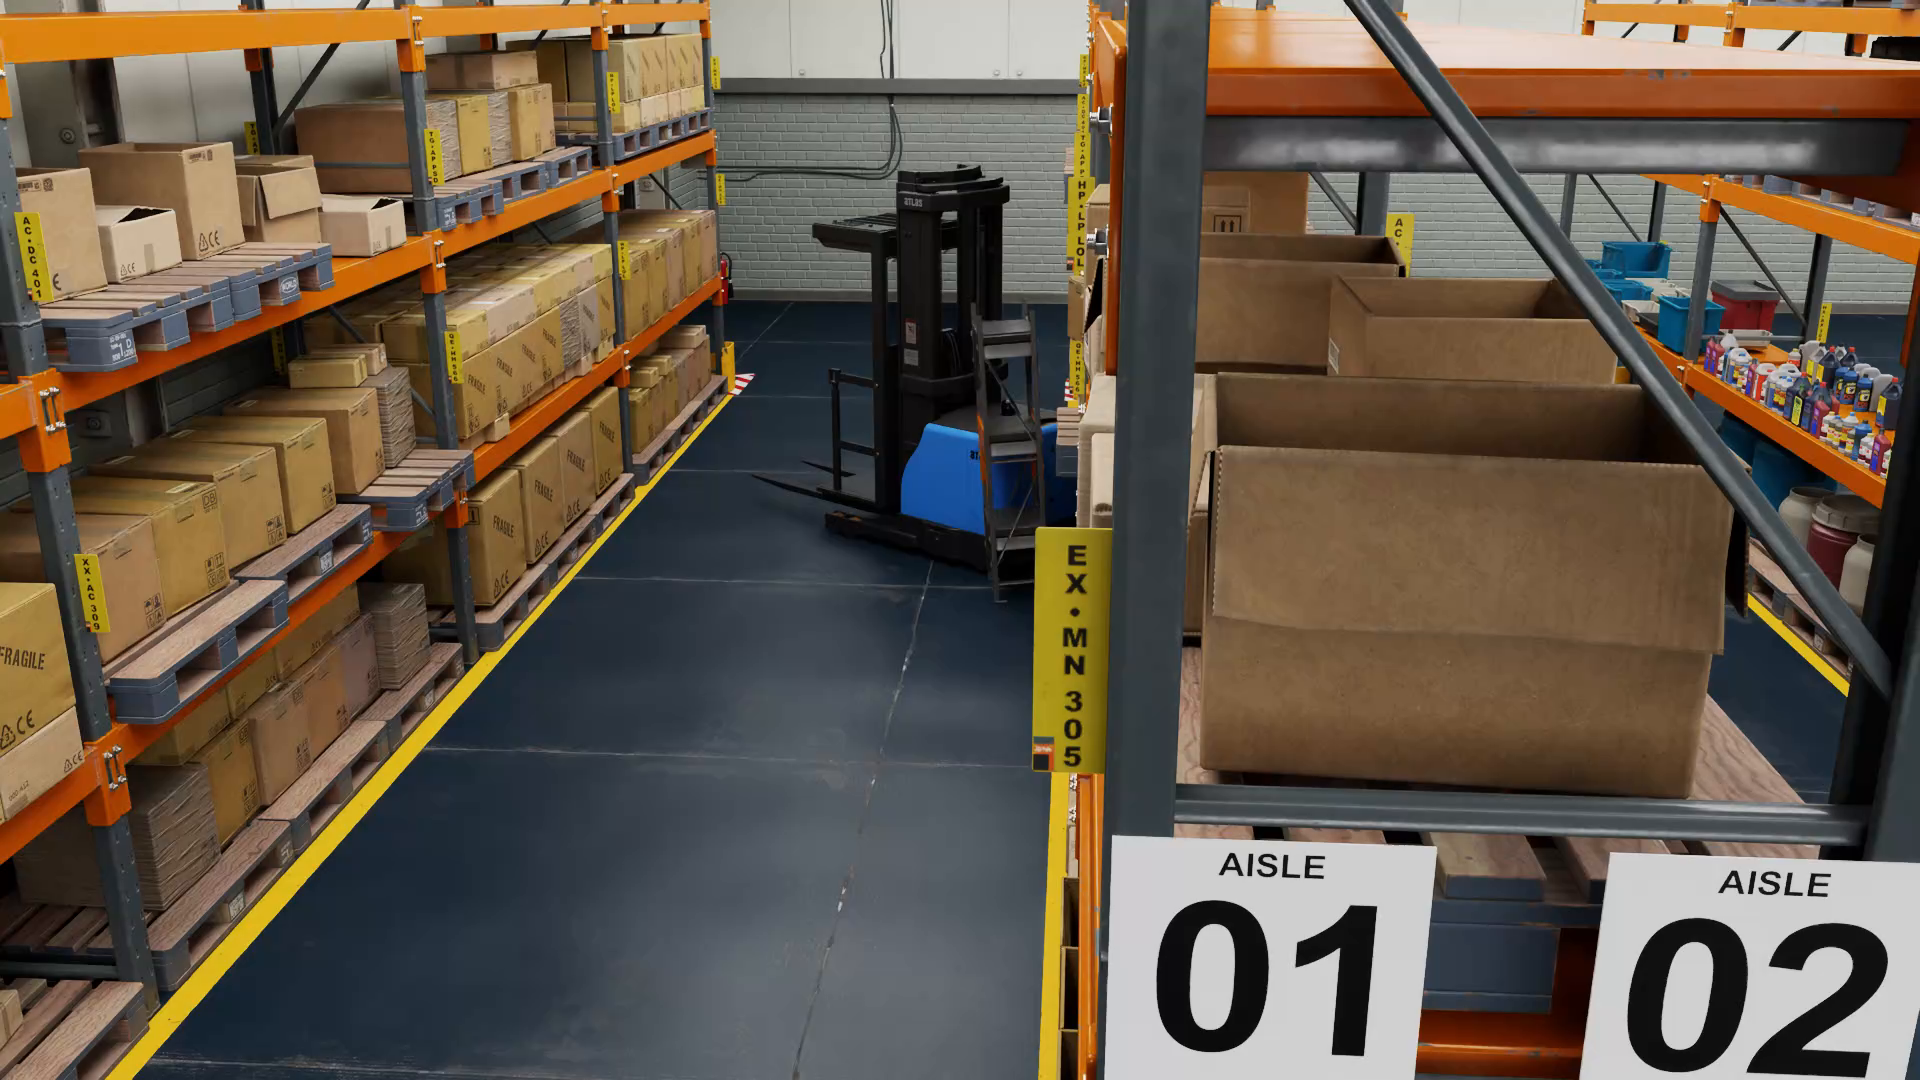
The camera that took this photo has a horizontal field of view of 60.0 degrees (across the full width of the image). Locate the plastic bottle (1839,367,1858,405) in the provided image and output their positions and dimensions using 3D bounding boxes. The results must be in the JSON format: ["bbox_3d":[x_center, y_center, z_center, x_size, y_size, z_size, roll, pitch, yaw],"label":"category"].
[{"bbox_3d":[6.579,-1.144,12.304,0.097,0.271,0.097,0,18,0],"label":"plastic bottle"}]

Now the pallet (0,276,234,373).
[{"bbox_3d":[-3.822,-0.912,6.873,1.213,0.211,1.003,1,18,4],"label":"pallet"}]

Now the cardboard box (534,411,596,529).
[{"bbox_3d":[-3.377,-0.568,13.117,0.750,0.750,0.750,2,18,6],"label":"cardboard box"}]

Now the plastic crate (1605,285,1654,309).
[{"bbox_3d":[6.307,-2.270,15.705,0.416,0.233,0.300,1,18,4],"label":"plastic crate"}]

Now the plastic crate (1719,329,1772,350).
[{"bbox_3d":[6.658,-1.694,14.104,0.396,0.136,0.243,1,18,4],"label":"plastic crate"}]

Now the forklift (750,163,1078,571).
[{"bbox_3d":[-0.469,-1.521,13.357,3.031,2.935,1.130,15,24,39],"label":"forklift"}]

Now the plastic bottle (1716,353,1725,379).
[{"bbox_3d":[6.031,-1.373,13.116,0.097,0.201,0.097,0,18,0],"label":"plastic bottle"}]

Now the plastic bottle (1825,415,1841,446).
[{"bbox_3d":[5.884,-0.737,11.173,0.097,0.201,0.097,0,18,0],"label":"plastic bottle"}]

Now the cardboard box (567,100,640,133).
[{"bbox_3d":[-3.087,-3.681,14.428,0.500,0.250,0.500,1,18,4],"label":"cardboard box"}]

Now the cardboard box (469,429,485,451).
[{"bbox_3d":[-3.404,-0.694,11.095,0.380,0.149,0.250,2,18,5],"label":"cardboard box"}]

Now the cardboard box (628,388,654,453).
[{"bbox_3d":[-3.243,-1.113,15.341,0.700,0.500,0.500,2,18,5],"label":"cardboard box"}]

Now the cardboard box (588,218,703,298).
[{"bbox_3d":[-3.180,-2.871,16.886,0.980,0.700,0.700,1,18,3],"label":"cardboard box"}]

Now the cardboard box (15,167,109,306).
[{"bbox_3d":[-3.854,-1.227,6.697,0.500,0.500,0.500,4,19,12],"label":"cardboard box"}]

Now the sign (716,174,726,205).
[{"bbox_3d":[-2.572,-3.760,17.839,0.100,0.325,0.005,1,18,4],"label":"sign"}]

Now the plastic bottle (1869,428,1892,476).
[{"bbox_3d":[5.816,-0.559,10.498,0.061,0.283,0.133,1,18,4],"label":"plastic bottle"}]

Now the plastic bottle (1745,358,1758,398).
[{"bbox_3d":[5.967,-1.214,12.498,0.061,0.283,0.133,1,18,4],"label":"plastic bottle"}]

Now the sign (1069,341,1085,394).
[{"bbox_3d":[0.713,-1.041,10.050,0.100,0.325,0.005,1,18,4],"label":"sign"}]

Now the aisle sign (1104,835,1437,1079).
[{"bbox_3d":[0.384,0.744,2.160,0.394,0.787,0.004,1,18,4],"label":"aisle sign"}]

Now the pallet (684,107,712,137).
[{"bbox_3d":[-3.155,-4.266,16.950,1.003,0.211,1.213,1,18,4],"label":"pallet"}]

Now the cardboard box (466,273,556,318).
[{"bbox_3d":[-3.296,-1.800,12.223,0.500,0.250,0.500,1,18,3],"label":"cardboard box"}]

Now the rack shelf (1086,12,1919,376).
[{"bbox_3d":[0.825,-0.975,3.743,1.077,0.370,4.000,1,18,4],"label":"rack shelf"}]

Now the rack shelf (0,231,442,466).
[{"bbox_3d":[-3.829,-1.091,8.273,1.077,0.370,4.000,1,18,4],"label":"rack shelf"}]

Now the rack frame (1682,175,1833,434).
[{"bbox_3d":[6.482,-1.650,13.640,1.000,3.000,0.127,1,18,4],"label":"rack frame"}]

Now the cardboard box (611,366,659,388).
[{"bbox_3d":[-3.037,-1.523,15.552,0.380,0.149,0.250,2,18,6],"label":"cardboard box"}]

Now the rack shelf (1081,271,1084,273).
[{"bbox_3d":[1.399,-2.224,11.731,1.077,0.370,4.000,1,18,4],"label":"rack shelf"}]

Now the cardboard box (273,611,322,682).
[{"bbox_3d":[-3.821,0.554,9.018,0.500,0.250,0.500,1,18,4],"label":"cardboard box"}]

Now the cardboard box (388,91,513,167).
[{"bbox_3d":[-3.647,-2.954,11.935,0.700,0.500,0.500,1,18,4],"label":"cardboard box"}]

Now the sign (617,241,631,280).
[{"bbox_3d":[-2.857,-2.374,14.120,0.100,0.325,0.005,1,18,4],"label":"sign"}]

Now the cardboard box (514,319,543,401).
[{"bbox_3d":[-3.312,-1.289,11.868,0.500,0.500,0.500,1,18,4],"label":"cardboard box"}]

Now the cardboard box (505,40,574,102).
[{"bbox_3d":[-3.582,-4.051,14.352,0.500,0.500,0.500,1,18,3],"label":"cardboard box"}]

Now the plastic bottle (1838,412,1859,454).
[{"bbox_3d":[5.870,-0.709,10.978,0.097,0.271,0.097,0,18,0],"label":"plastic bottle"}]

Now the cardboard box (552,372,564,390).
[{"bbox_3d":[-3.276,-1.256,12.810,0.380,0.149,0.250,1,18,2],"label":"cardboard box"}]

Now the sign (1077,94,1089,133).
[{"bbox_3d":[1.000,-3.442,13.464,0.100,0.325,0.005,1,18,4],"label":"sign"}]

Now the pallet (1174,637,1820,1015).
[{"bbox_3d":[0.758,0.363,2.822,1.003,0.211,1.213,1,18,4],"label":"pallet"}]

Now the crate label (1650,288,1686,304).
[{"bbox_3d":[6.861,-2.361,16.139,0.396,0.136,0.243,1,18,4],"label":"crate label"}]

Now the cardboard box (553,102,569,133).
[{"bbox_3d":[-3.584,-3.690,14.455,0.500,0.250,0.500,1,18,4],"label":"cardboard box"}]

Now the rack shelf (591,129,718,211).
[{"bbox_3d":[-3.256,-3.576,15.856,1.077,0.370,4.000,1,18,4],"label":"rack shelf"}]

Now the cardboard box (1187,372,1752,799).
[{"bbox_3d":[0.727,0.047,2.581,0.797,0.503,0.637,3,18,8],"label":"cardboard box"}]

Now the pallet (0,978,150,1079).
[{"bbox_3d":[-3.986,2.148,6.528,1.003,0.211,1.213,1,18,4],"label":"pallet"}]

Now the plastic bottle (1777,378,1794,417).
[{"bbox_3d":[5.944,-1.028,11.950,0.097,0.271,0.097,0,18,0],"label":"plastic bottle"}]

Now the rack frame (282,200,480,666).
[{"bbox_3d":[-3.686,-0.629,10.524,1.000,3.000,0.127,1,18,4],"label":"rack frame"}]

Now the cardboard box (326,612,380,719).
[{"bbox_3d":[-3.838,0.732,9.678,0.700,0.500,0.500,1,18,4],"label":"cardboard box"}]

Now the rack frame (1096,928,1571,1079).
[{"bbox_3d":[0.682,1.965,2.607,1.000,3.000,0.127,1,18,4],"label":"rack frame"}]

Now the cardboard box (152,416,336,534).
[{"bbox_3d":[-3.777,-0.351,8.811,0.700,0.500,0.500,1,18,4],"label":"cardboard box"}]

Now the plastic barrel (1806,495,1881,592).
[{"bbox_3d":[6.295,0.036,11.694,0.600,0.588,0.708,1,18,4],"label":"plastic barrel"}]

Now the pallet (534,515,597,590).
[{"bbox_3d":[-3.464,0.075,12.854,1.003,0.211,1.213,1,18,4],"label":"pallet"}]

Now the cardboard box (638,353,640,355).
[{"bbox_3d":[-3.361,-1.784,16.350,0.380,0.149,0.250,1,18,3],"label":"cardboard box"}]

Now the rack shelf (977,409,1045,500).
[{"bbox_3d":[0.364,-0.619,11.939,0.431,0.518,0.480,-5,18,-3],"label":"rack shelf"}]

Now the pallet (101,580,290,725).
[{"bbox_3d":[-3.773,0.471,7.477,1.003,0.211,1.213,1,18,4],"label":"pallet"}]

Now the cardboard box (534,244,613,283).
[{"bbox_3d":[-3.177,-2.275,13.674,0.500,0.250,0.500,2,18,5],"label":"cardboard box"}]

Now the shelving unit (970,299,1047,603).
[{"bbox_3d":[0.363,-0.631,11.934,0.431,2.100,0.503,-5,18,-3],"label":"shelving unit"}]

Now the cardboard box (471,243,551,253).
[{"bbox_3d":[-3.692,-2.289,13.715,0.500,0.250,0.500,2,18,6],"label":"cardboard box"}]

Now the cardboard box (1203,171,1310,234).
[{"bbox_3d":[1.052,-1.378,6.355,0.500,0.500,0.500,2,18,5],"label":"cardboard box"}]

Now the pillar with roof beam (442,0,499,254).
[{"bbox_3d":[0.082,-4.862,13.810,9.100,9.000,0.400,1,18,4],"label":"pillar with roof beam"}]

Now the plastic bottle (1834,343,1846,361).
[{"bbox_3d":[6.743,-1.334,12.755,0.144,0.351,0.185,1,18,4],"label":"plastic bottle"}]

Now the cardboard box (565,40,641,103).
[{"bbox_3d":[-3.068,-4.044,14.331,0.500,0.500,0.500,1,18,3],"label":"cardboard box"}]

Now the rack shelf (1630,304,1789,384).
[{"bbox_3d":[6.626,-1.929,15.648,1.077,0.370,4.000,1,18,4],"label":"rack shelf"}]

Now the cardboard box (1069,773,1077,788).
[{"bbox_3d":[0.781,1.115,8.044,0.500,0.311,0.500,1,18,4],"label":"cardboard box"}]
